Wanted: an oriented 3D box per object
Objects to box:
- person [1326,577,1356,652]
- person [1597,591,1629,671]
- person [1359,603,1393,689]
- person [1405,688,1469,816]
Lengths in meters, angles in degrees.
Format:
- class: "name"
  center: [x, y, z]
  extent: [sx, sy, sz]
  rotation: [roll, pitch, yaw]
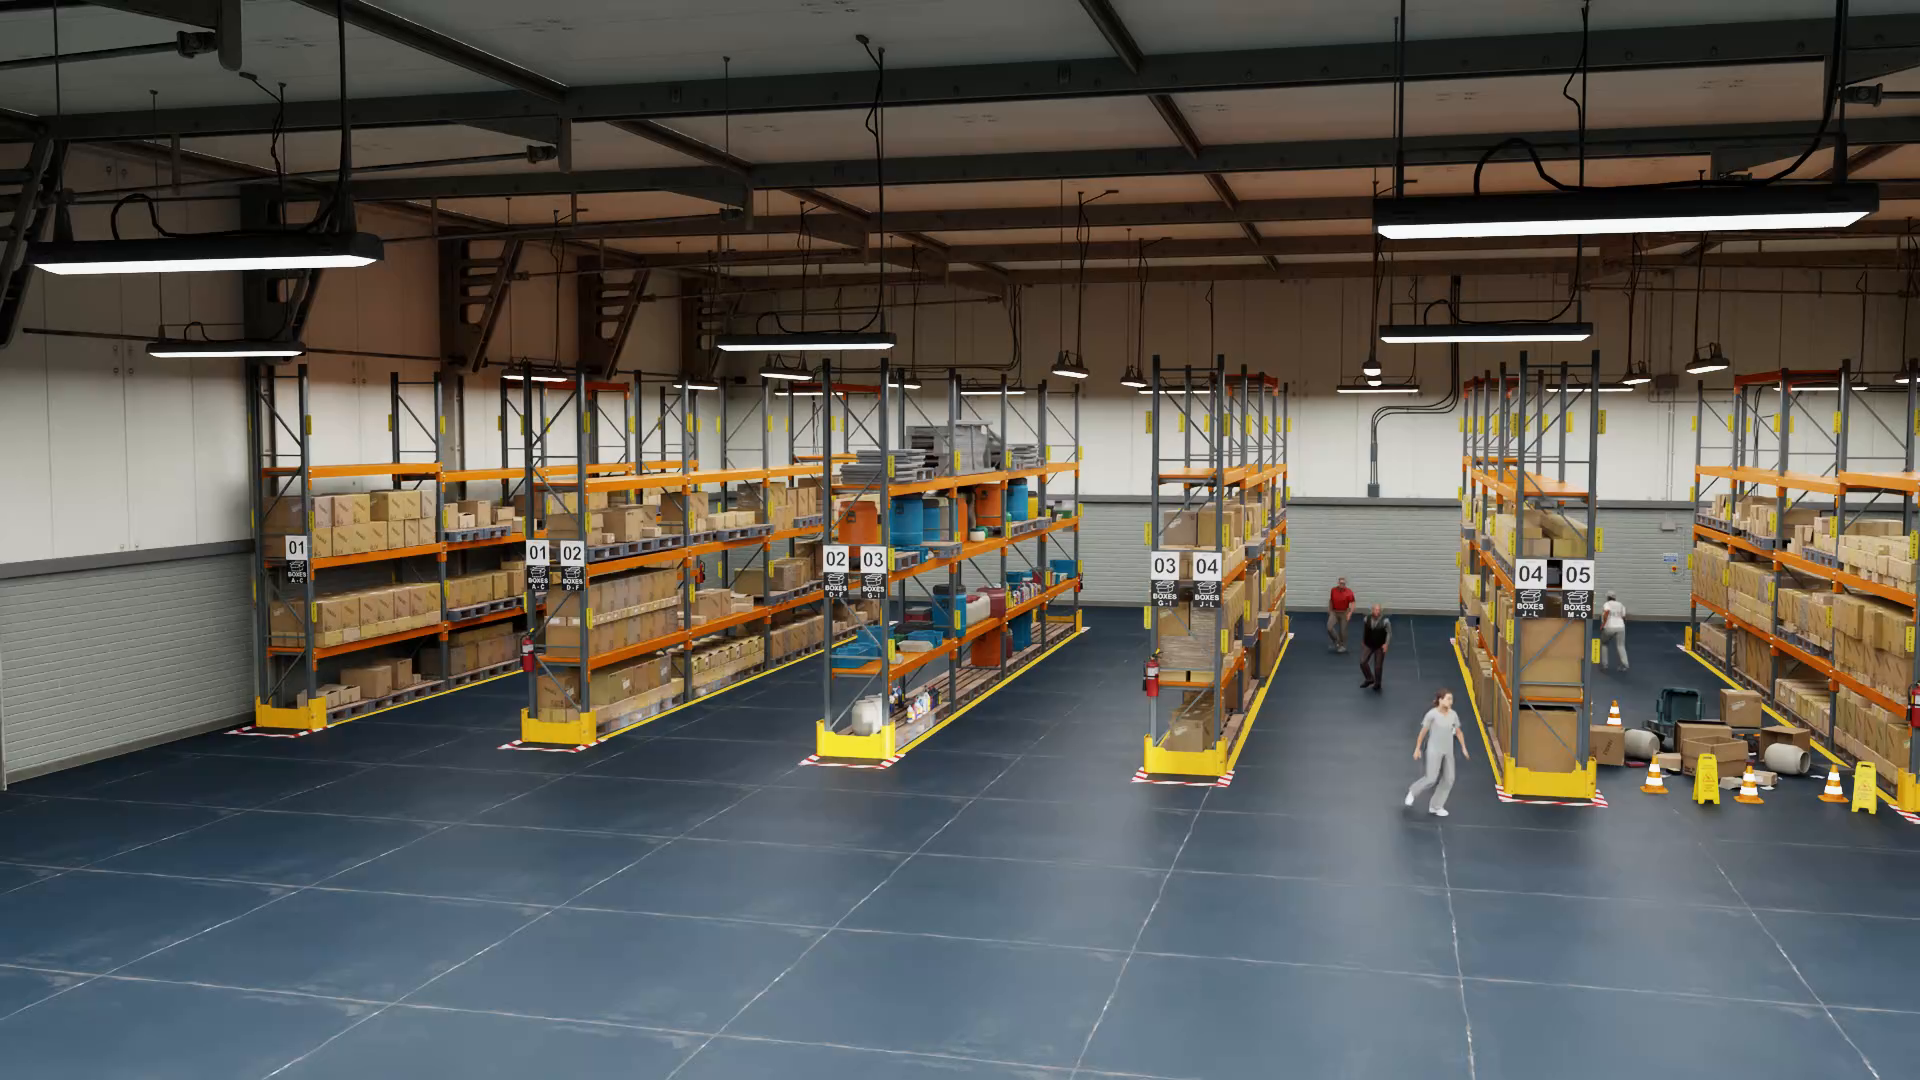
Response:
- class: "person"
  center: [8.361, 1.644, 36.517]
  extent: [0.673, 1.676, 0.695]
  rotation: [2, 4, 28]
- class: "person"
  center: [13.283, 1.865, 33.762]
  extent: [0.600, 1.639, 0.944]
  rotation: [0, 4, -2]
- class: "person"
  center: [7.813, 2.004, 31.225]
  extent: [0.654, 1.665, 0.724]
  rotation: [2, 4, 28]
- class: "person"
  center: [6.110, 2.709, 21.371]
  extent: [0.615, 1.637, 0.657]
  rotation: [-1, 4, -18]
